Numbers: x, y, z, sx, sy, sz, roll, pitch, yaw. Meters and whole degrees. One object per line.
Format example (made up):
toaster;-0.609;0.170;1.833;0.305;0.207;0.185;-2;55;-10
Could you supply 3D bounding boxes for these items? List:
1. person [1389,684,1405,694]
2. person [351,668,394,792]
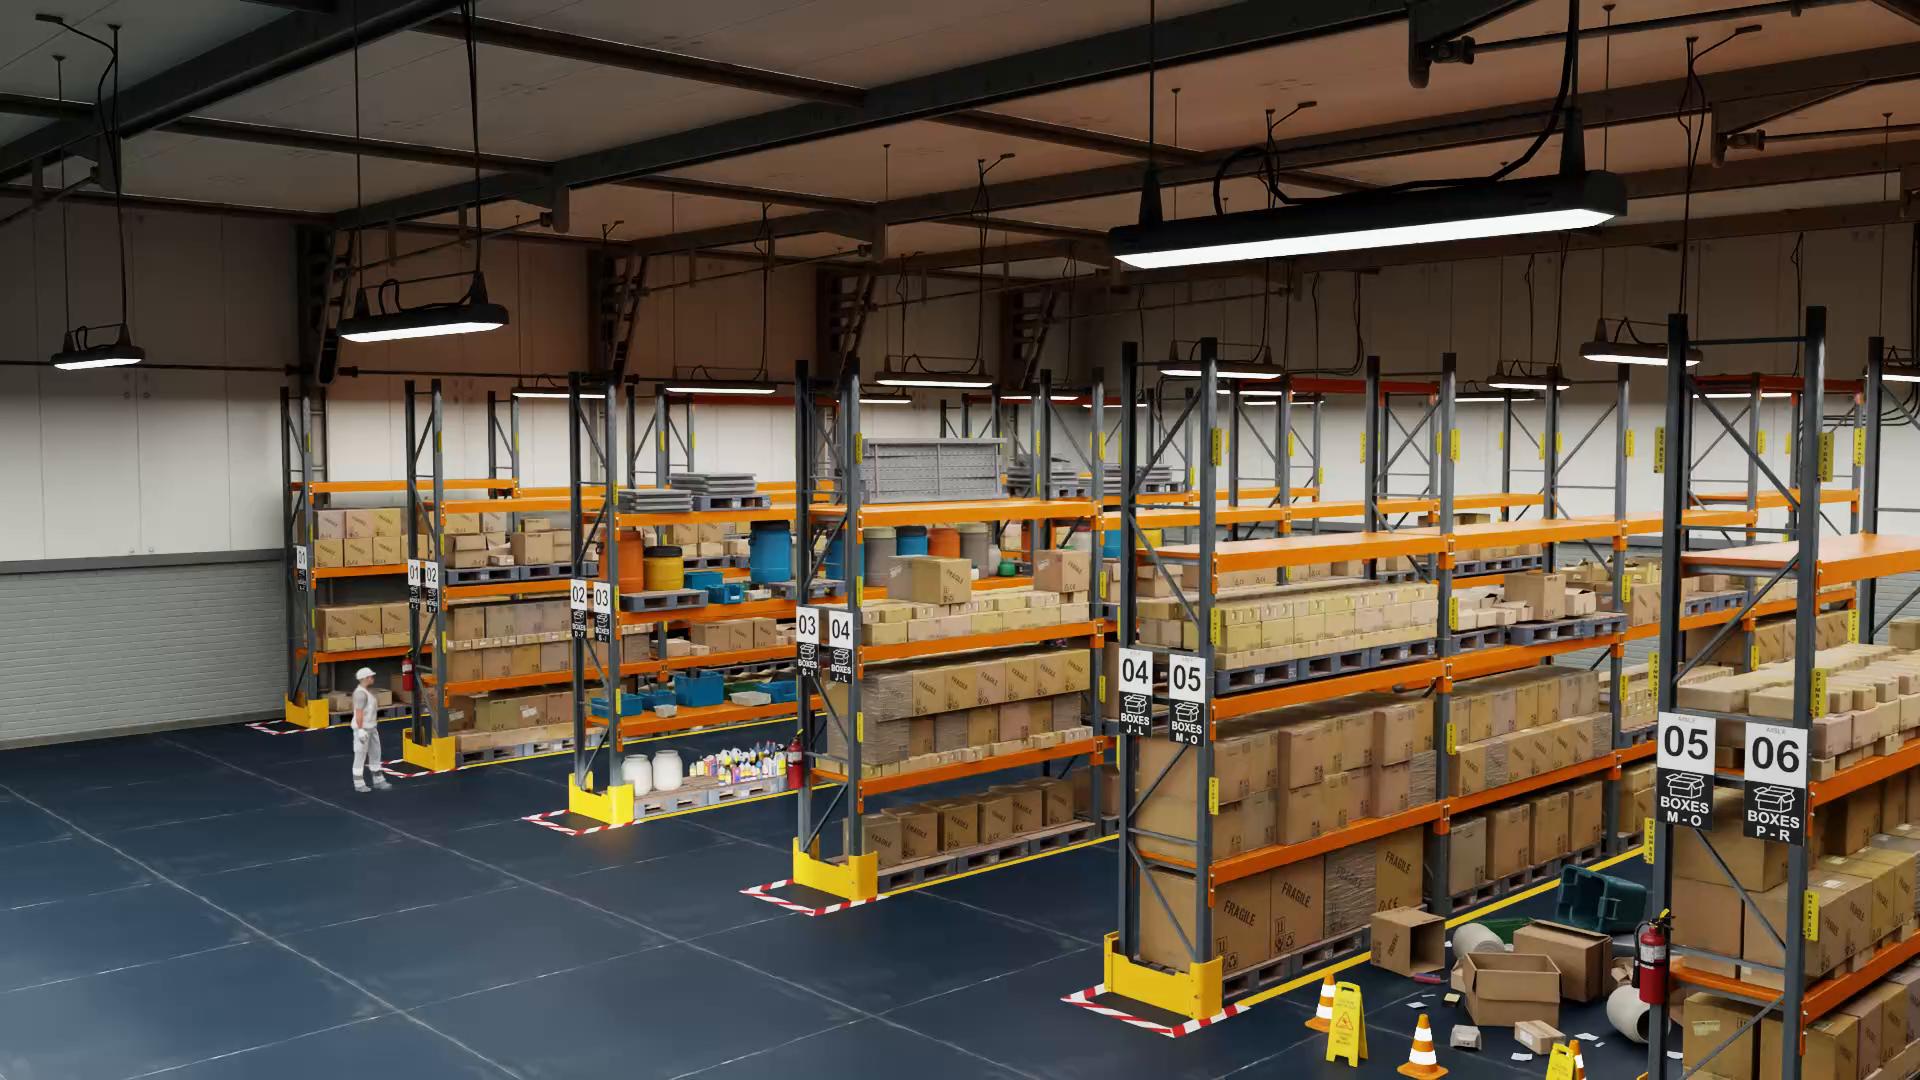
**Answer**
person;6.172;2.830;23.758;0.482;1.641;0.543;-1;4;-19
person;-8.529;2.746;24.016;0.481;1.807;0.619;0;4;4
